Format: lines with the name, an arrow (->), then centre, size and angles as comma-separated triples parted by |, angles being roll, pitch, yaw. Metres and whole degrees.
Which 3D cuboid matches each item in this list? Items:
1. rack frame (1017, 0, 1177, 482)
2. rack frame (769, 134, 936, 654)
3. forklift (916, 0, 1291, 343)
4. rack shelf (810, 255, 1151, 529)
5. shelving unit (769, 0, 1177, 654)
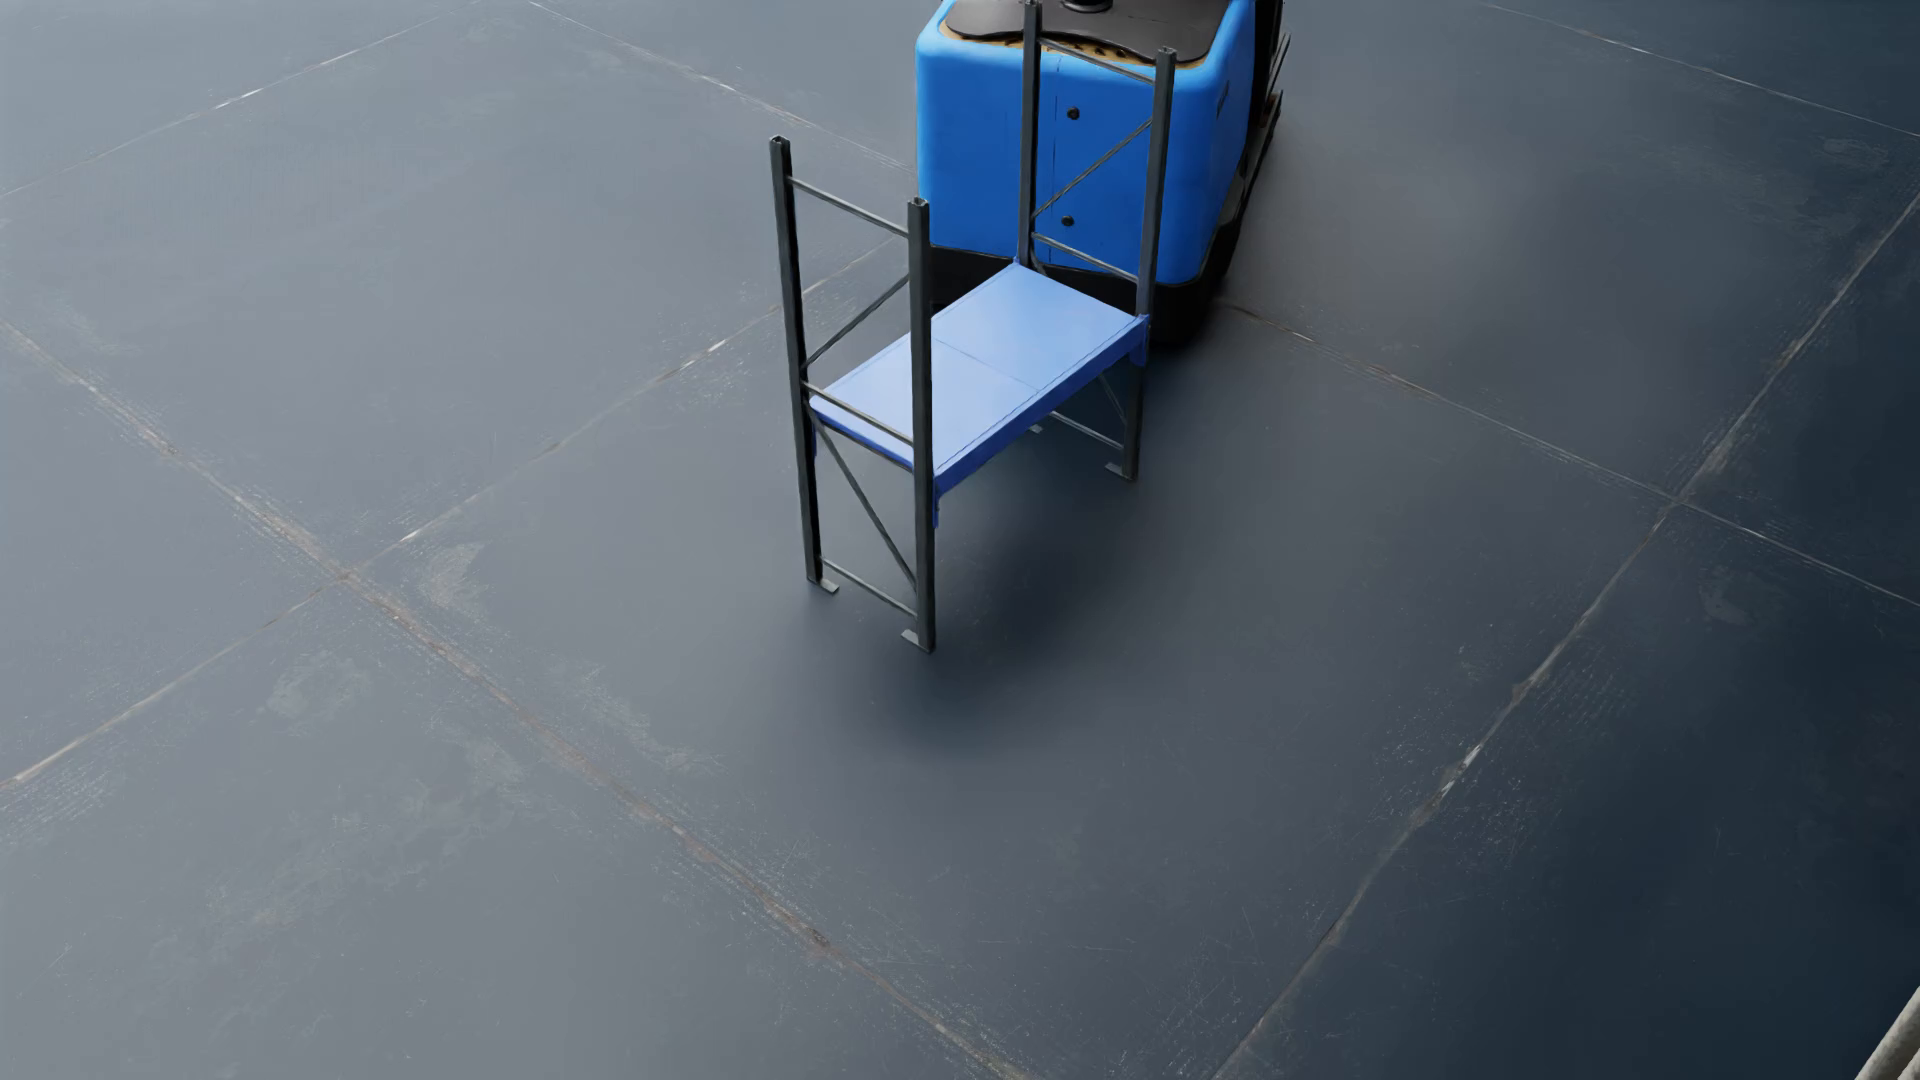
rack frame -> 0.382, -0.861, 5.082 | 0.500, 1.500, 0.032 | 29, 50, 28
rack frame -> -0.272, -0.337, 4.506 | 0.500, 1.500, 0.032 | 29, 50, 28
forklift -> 0.757, -2.791, 6.141 | 1.130, 2.935, 3.031 | 12, 44, 13
rack shelf -> 0.055, -0.466, 4.915 | 0.538, 0.185, 1.000 | 29, 50, 28
shelving unit -> 0.055, -0.599, 4.794 | 0.538, 1.500, 1.048 | 29, 50, 28
